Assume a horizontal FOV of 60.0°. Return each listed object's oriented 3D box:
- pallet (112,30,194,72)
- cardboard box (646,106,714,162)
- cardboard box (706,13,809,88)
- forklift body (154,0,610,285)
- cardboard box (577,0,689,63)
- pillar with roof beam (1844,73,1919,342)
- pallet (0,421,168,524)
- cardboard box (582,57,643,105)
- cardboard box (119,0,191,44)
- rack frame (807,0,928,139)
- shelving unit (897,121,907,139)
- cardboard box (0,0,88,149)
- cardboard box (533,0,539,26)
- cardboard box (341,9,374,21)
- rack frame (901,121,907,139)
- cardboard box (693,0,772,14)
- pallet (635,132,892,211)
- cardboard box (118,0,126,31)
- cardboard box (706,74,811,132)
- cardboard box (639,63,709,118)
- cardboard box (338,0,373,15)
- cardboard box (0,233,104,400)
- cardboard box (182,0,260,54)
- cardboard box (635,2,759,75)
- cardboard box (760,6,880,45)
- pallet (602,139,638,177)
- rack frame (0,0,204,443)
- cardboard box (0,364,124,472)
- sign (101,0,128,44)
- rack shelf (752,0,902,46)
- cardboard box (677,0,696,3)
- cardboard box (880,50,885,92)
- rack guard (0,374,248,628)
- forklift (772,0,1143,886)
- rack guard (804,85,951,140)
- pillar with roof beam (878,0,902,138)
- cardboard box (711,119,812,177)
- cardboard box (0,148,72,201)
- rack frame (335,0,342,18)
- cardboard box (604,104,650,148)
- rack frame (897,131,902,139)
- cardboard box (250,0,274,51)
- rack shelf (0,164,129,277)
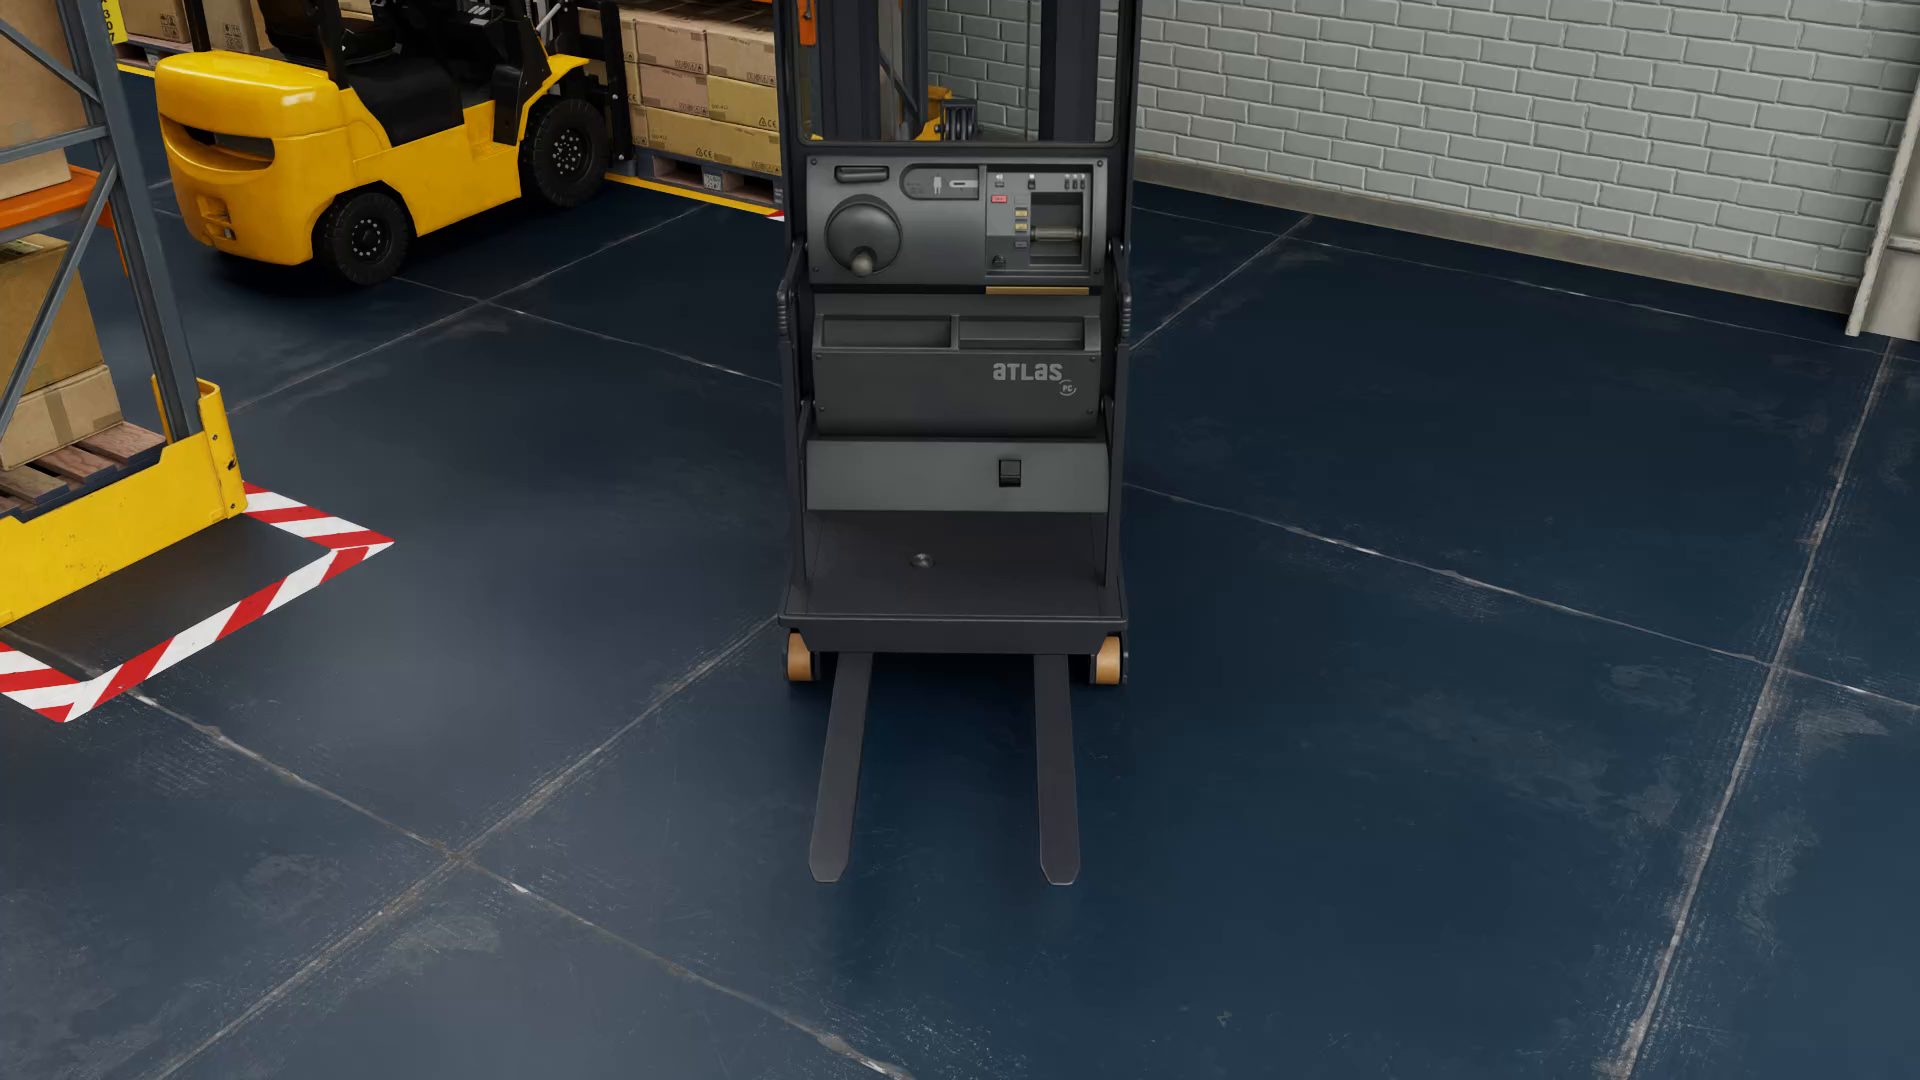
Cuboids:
[{"bbox_3d":[-5.573,-3.701,12.384,1.213,0.211,1.003,18,35,27],"label":"pallet"},{"bbox_3d":[-1.485,-2.449,9.782,0.500,0.250,0.500,18,35,27],"label":"cardboard box"},{"bbox_3d":[-1.058,-2.742,9.294,0.500,0.250,0.500,19,35,29],"label":"cardboard box"},{"bbox_3d":[-3.079,-2.689,8.725,1.214,2.155,2.313,18,35,27],"label":"forklift body"},{"bbox_3d":[-1.927,-3.008,9.748,0.500,0.250,0.500,18,35,28],"label":"cardboard box"},{"bbox_3d":[2.180,-3.044,2.538,0.400,9.000,9.100,18,35,27],"label":"pillar with roof beam"},{"bbox_3d":[-3.872,-0.256,6.479,1.213,0.211,1.003,18,35,27],"label":"pallet"},{"bbox_3d":[-1.949,-2.801,9.891,0.500,0.250,0.500,17,34,26],"label":"cardboard box"},{"bbox_3d":[-5.629,-4.100,12.242,0.625,0.625,0.875,16,34,25],"label":"cardboard box"},{"bbox_3d":[-0.503,-3.327,8.975,0.127,3.000,1.000,18,35,27],"label":"rack frame"},{"bbox_3d":[-0.320,-1.156,7.091,0.258,1.200,0.189,-4,2,-7],"label":"shelving unit"},{"bbox_3d":[-3.392,-1.624,5.663,0.500,0.500,0.500,17,34,27],"label":"cardboard box"},{"bbox_3d":[-2.352,-3.147,9.987,0.500,0.250,0.500,17,34,26],"label":"cardboard box"},{"bbox_3d":[-3.645,-3.346,10.825,0.500,0.250,0.500,17,34,27],"label":"cardboard box"},{"bbox_3d":[-0.309,-1.154,7.000,0.240,1.200,0.006,-4,2,-7],"label":"rack frame"},{"bbox_3d":[-1.234,-3.094,9.896,0.500,0.250,0.500,18,35,27],"label":"cardboard box"},{"bbox_3d":[-1.173,-2.309,9.999,1.213,0.211,1.003,18,35,27],"label":"pallet"},{"bbox_3d":[-6.200,-4.281,12.551,0.625,0.625,0.875,19,35,29],"label":"cardboard box"},{"bbox_3d":[-1.081,-2.533,9.431,0.500,0.250,0.500,17,34,27],"label":"cardboard box"},{"bbox_3d":[-1.500,-2.672,9.669,0.500,0.250,0.500,17,34,27],"label":"cardboard box"},{"bbox_3d":[-3.648,-3.560,10.696,0.500,0.250,0.500,17,34,27],"label":"cardboard box"},{"bbox_3d":[-3.695,-0.865,6.324,0.500,0.500,0.500,16,34,26],"label":"cardboard box"},{"bbox_3d":[-4.992,-3.900,11.898,0.625,0.625,0.875,17,34,27],"label":"cardboard box"},{"bbox_3d":[-1.494,-2.877,9.524,0.500,0.250,0.500,18,35,28],"label":"cardboard box"},{"bbox_3d":[-0.809,-2.962,9.670,0.500,0.250,0.500,17,34,27],"label":"cardboard box"},{"bbox_3d":[-2.202,-2.636,10.559,1.213,0.211,1.003,18,35,27],"label":"pallet"},{"bbox_3d":[-3.138,-1.207,5.342,0.127,3.000,1.000,18,35,27],"label":"rack frame"},{"bbox_3d":[-3.675,-0.535,6.502,0.500,0.250,0.500,17,34,27],"label":"cardboard box"},{"bbox_3d":[-2.850,-1.813,5.521,0.005,0.325,0.100,18,35,27],"label":"sign"},{"bbox_3d":[-2.197,-3.552,10.075,4.000,0.370,1.077,18,35,27],"label":"rack shelf"},{"bbox_3d":[-1.652,-3.233,10.134,0.500,0.250,0.500,17,34,27],"label":"cardboard box"},{"bbox_3d":[-0.790,-2.751,9.804,0.500,0.250,0.500,18,35,28],"label":"cardboard box"},{"bbox_3d":[-3.203,-0.148,6.007,0.348,0.500,1.175,18,35,27],"label":"rack guard"},{"bbox_3d":[-0.013,-0.952,4.973,1.130,2.935,3.031,1,30,1],"label":"forklift"},{"bbox_3d":[-0.482,-2.240,9.594,0.348,0.500,1.175,18,35,27],"label":"rack guard"},{"bbox_3d":[-2.902,-4.652,5.293,0.400,9.000,9.100,18,35,27],"label":"pillar with roof beam"},{"bbox_3d":[-1.069,-2.311,9.547,0.500,0.250,0.500,18,35,28],"label":"cardboard box"},{"bbox_3d":[-3.316,-1.278,5.713,0.250,0.149,0.380,18,35,28],"label":"cardboard box"},{"bbox_3d":[-3.891,-4.398,10.812,0.127,3.000,1.000,18,35,27],"label":"rack frame"},{"bbox_3d":[-1.904,-2.586,10.019,0.500,0.250,0.500,18,35,28],"label":"cardboard box"},{"bbox_3d":[-0.331,-1.159,7.182,0.240,1.200,0.006,-4,2,-7],"label":"rack frame"},{"bbox_3d":[-4.338,-3.689,11.536,0.625,0.625,0.875,19,35,29],"label":"cardboard box"},{"bbox_3d":[-4.832,-1.432,6.442,4.000,0.370,1.077,18,35,27],"label":"rack shelf"}]
